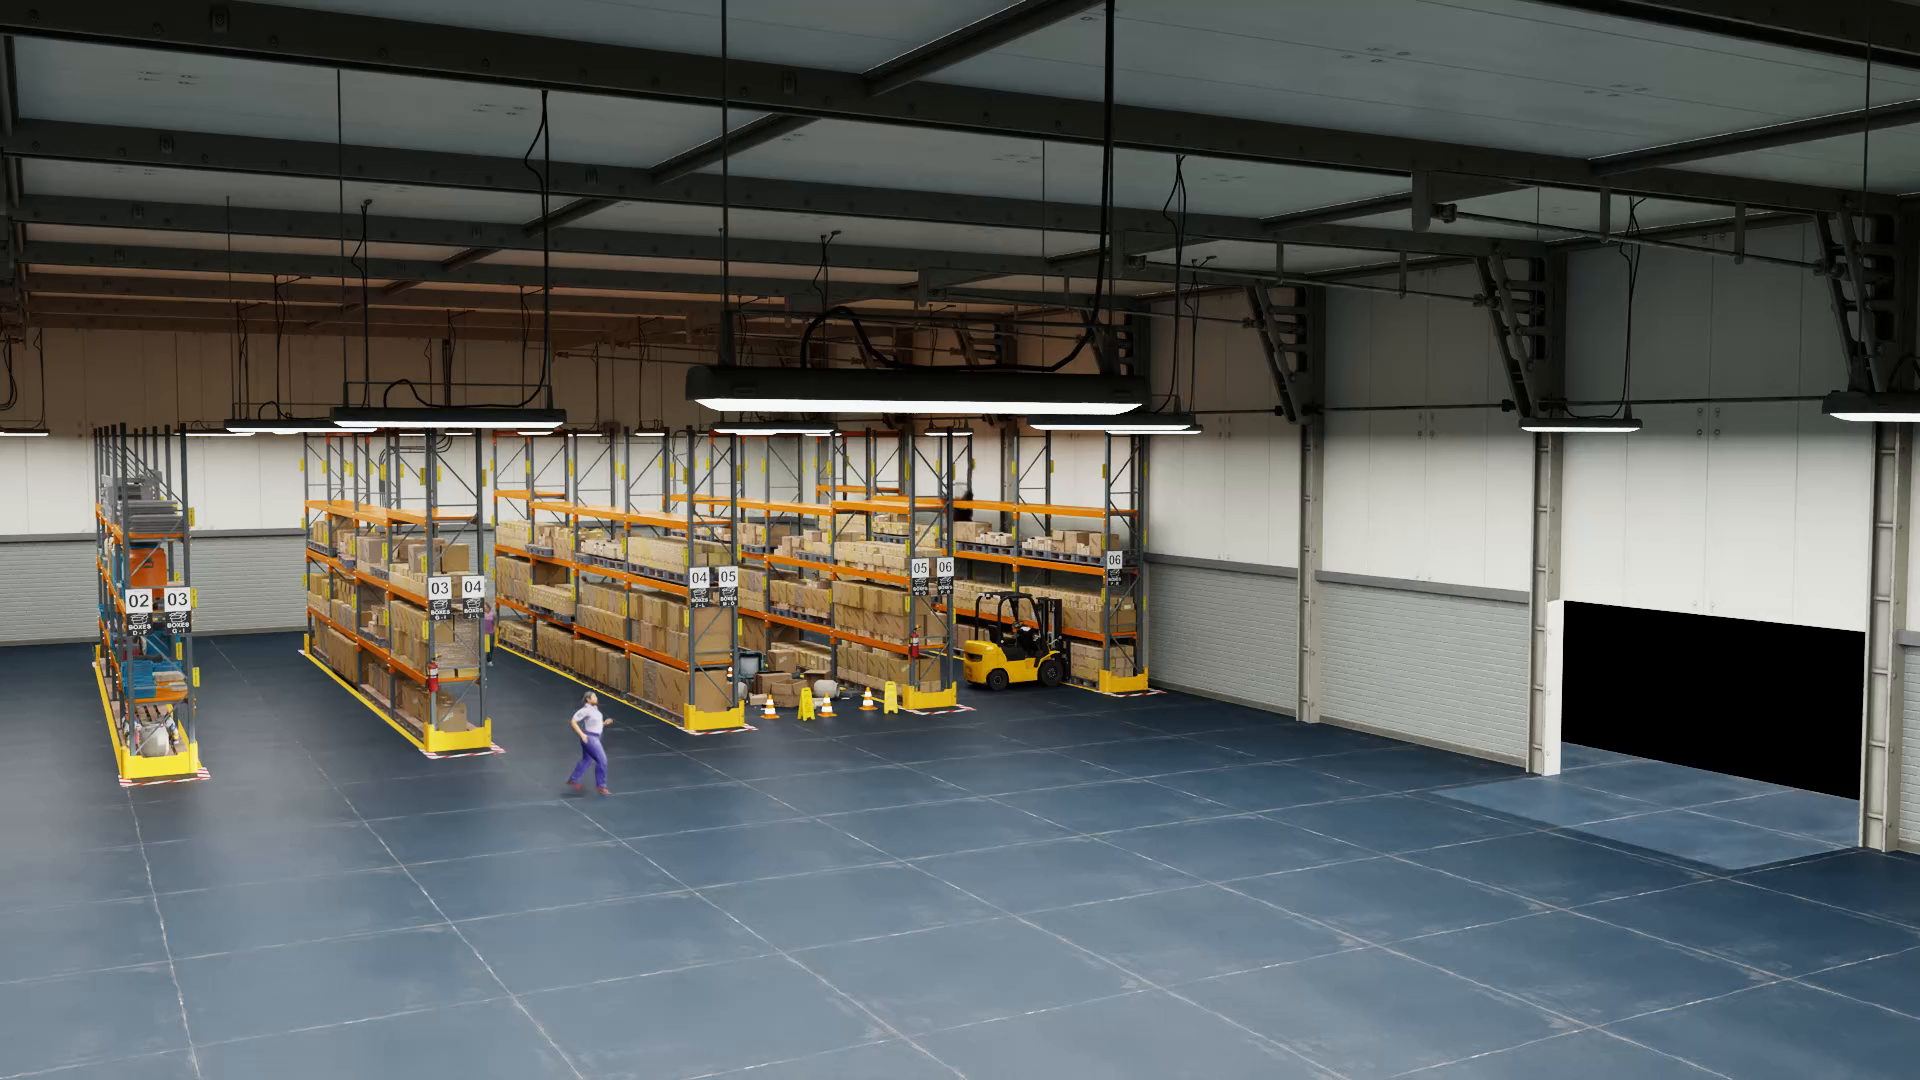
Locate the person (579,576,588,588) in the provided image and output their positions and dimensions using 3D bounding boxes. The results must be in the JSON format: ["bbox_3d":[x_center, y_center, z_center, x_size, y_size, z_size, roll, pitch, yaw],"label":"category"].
[{"bbox_3d":[-11.071,1.908,49.467,0.795,1.685,0.569,-1,4,-21],"label":"person"}]

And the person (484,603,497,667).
[{"bbox_3d":[-12.001,2.399,42.237,0.552,1.571,0.805,-2,4,-27],"label":"person"}]

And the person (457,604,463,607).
[{"bbox_3d":[-14.107,2.055,46.278,0.722,1.760,0.766,1,4,17],"label":"person"}]

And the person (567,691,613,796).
[{"bbox_3d":[-5.964,3.278,26.794,0.754,1.709,0.580,0,3,-3],"label":"person"}]
